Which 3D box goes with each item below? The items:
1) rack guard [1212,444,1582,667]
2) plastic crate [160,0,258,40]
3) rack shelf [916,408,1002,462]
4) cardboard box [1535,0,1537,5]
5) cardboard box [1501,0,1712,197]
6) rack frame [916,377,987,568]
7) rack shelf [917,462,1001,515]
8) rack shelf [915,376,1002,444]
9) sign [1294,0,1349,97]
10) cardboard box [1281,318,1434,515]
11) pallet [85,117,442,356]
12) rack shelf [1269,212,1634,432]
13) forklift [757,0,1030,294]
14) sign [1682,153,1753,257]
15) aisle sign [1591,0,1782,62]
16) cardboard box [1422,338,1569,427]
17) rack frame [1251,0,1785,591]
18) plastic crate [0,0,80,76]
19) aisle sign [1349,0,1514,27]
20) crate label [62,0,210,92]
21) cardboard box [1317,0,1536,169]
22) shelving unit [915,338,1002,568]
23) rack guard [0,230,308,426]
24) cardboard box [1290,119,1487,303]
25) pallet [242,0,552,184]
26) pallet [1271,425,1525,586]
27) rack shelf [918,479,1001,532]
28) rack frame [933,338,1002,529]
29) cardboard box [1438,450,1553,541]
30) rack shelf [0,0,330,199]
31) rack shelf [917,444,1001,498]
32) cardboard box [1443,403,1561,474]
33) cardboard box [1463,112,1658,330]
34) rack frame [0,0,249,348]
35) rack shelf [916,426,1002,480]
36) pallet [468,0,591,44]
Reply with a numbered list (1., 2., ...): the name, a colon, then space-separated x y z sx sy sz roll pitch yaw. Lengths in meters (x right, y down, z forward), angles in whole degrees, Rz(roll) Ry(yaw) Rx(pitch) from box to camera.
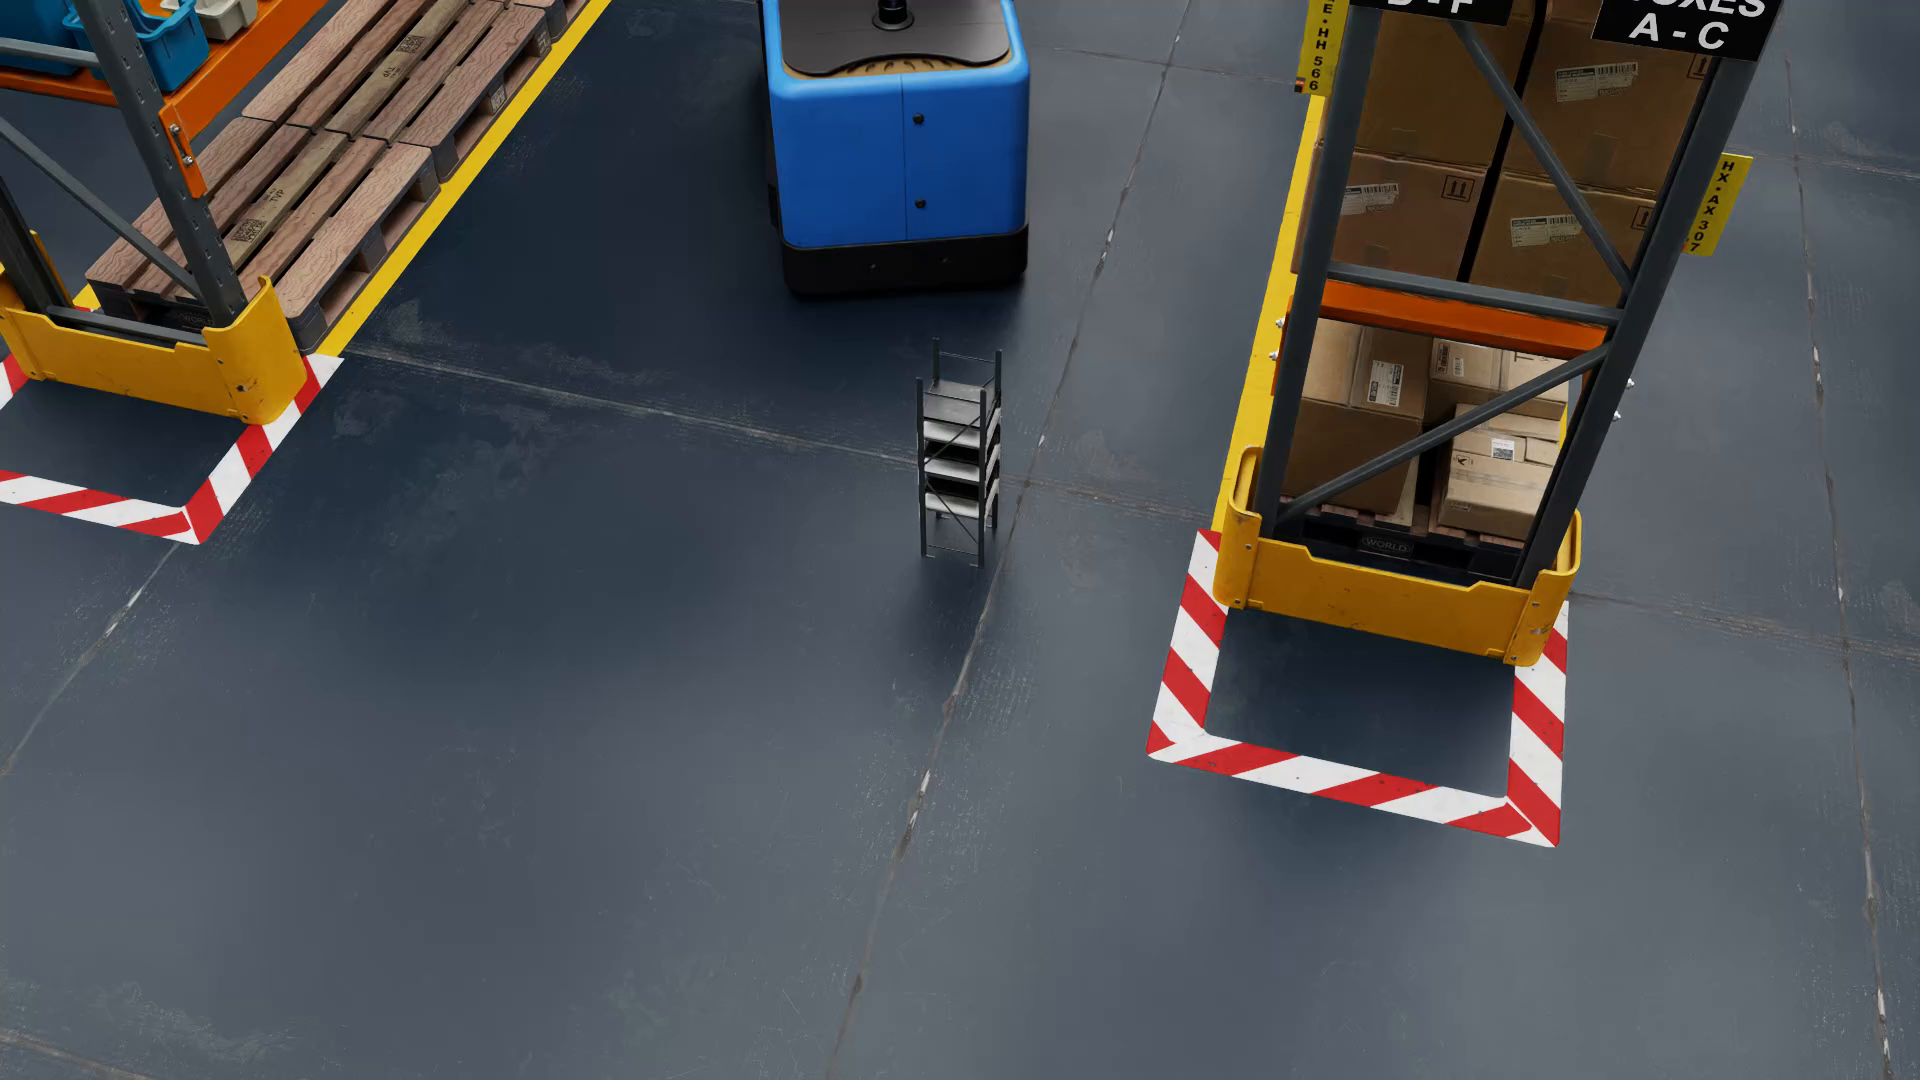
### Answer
1. rack guard: 1.517 0.054 5.869 1.175 0.500 0.348 12 50 10
2. plastic crate: -2.734 -1.961 6.116 0.250 0.136 0.298 12 50 10
3. rack shelf: -0.002 -0.389 5.797 0.258 0.077 0.200 12 50 10
4. cardboard box: 1.998 -1.731 5.044 0.500 0.500 0.500 12 50 10
5. cardboard box: 1.868 -1.351 4.709 0.500 0.500 0.500 13 50 11
6. rack frame: -0.029 -0.218 5.843 0.240 0.900 0.006 12 50 10
7. rack shelf: -0.002 -0.210 6.000 0.258 0.077 0.200 12 50 10
8. rack shelf: -0.002 -0.449 5.730 0.258 0.077 0.200 12 50 10
9. sign: 0.967 -1.330 4.440 0.100 0.325 0.005 12 50 10
10. cardboard box: 1.402 -0.479 6.046 0.500 0.500 0.500 12 50 10
11. pallet: -3.026 -1.365 7.314 1.003 0.211 1.213 12 50 10
12. rack shelf: 2.023 -1.927 6.430 1.077 0.370 4.000 12 50 10
13. forklift: -0.395 -3.132 7.059 1.130 2.935 3.031 -5 49 -4
14. sign: 2.020 -0.898 4.465 0.100 0.325 0.005 12 50 10
15. aisle sign: 1.762 -1.471 3.814 0.394 0.787 0.004 12 50 10
16. cardboard box: 2.045 -0.653 6.366 0.500 0.250 0.500 12 50 10
17. rack frame: 1.497 -0.719 4.884 1.000 3.000 0.127 12 50 10
18. plastic crate: -3.373 -2.009 5.959 0.616 0.435 0.499 12 50 10
19. aisle sign: 1.183 -1.590 3.919 0.394 0.787 0.004 12 50 10
20. crate label: -2.898 -1.777 5.889 0.416 0.233 0.303 12 50 10
21. cardboard box: 1.349 -1.459 4.803 0.500 0.500 0.500 11 50 10
22. shelving unit: -0.002 -0.292 5.907 0.258 0.900 0.210 12 50 10
23. rack guard: -3.275 -0.852 6.668 1.175 0.500 0.348 12 50 10
24. cardboard box: 1.352 -1.129 5.179 0.500 0.500 0.500 13 50 11
25. pallet: -2.703 -2.245 8.090 1.003 0.211 1.213 12 50 10
26. pallet: 1.726 -0.428 6.487 1.003 0.211 1.213 12 50 10
27. rack shelf: -0.002 -0.151 6.067 0.258 0.077 0.200 12 50 10
28. rack frame: 0.025 -0.365 5.972 0.240 0.900 0.006 12 50 10
29. cardboard box: 1.939 -0.156 5.995 0.380 0.149 0.250 12 50 10
30. rack shelf: -2.755 -2.907 7.295 1.077 0.370 4.000 12 50 10
31. rack shelf: -0.002 -0.270 5.932 0.258 0.077 0.200 12 50 10
32. cardboard box: 2.004 -0.342 6.148 0.380 0.166 0.250 12 50 10
33. cardboard box: 1.868 -1.021 5.083 0.500 0.500 0.500 13 50 11
34. rack frame: -3.281 -1.699 5.749 1.000 3.000 0.127 12 50 10
35. rack shelf: -0.002 -0.329 5.865 0.258 0.077 0.200 12 50 10
36. pallet: -2.384 -3.130 8.871 1.003 0.211 1.213 12 50 10
